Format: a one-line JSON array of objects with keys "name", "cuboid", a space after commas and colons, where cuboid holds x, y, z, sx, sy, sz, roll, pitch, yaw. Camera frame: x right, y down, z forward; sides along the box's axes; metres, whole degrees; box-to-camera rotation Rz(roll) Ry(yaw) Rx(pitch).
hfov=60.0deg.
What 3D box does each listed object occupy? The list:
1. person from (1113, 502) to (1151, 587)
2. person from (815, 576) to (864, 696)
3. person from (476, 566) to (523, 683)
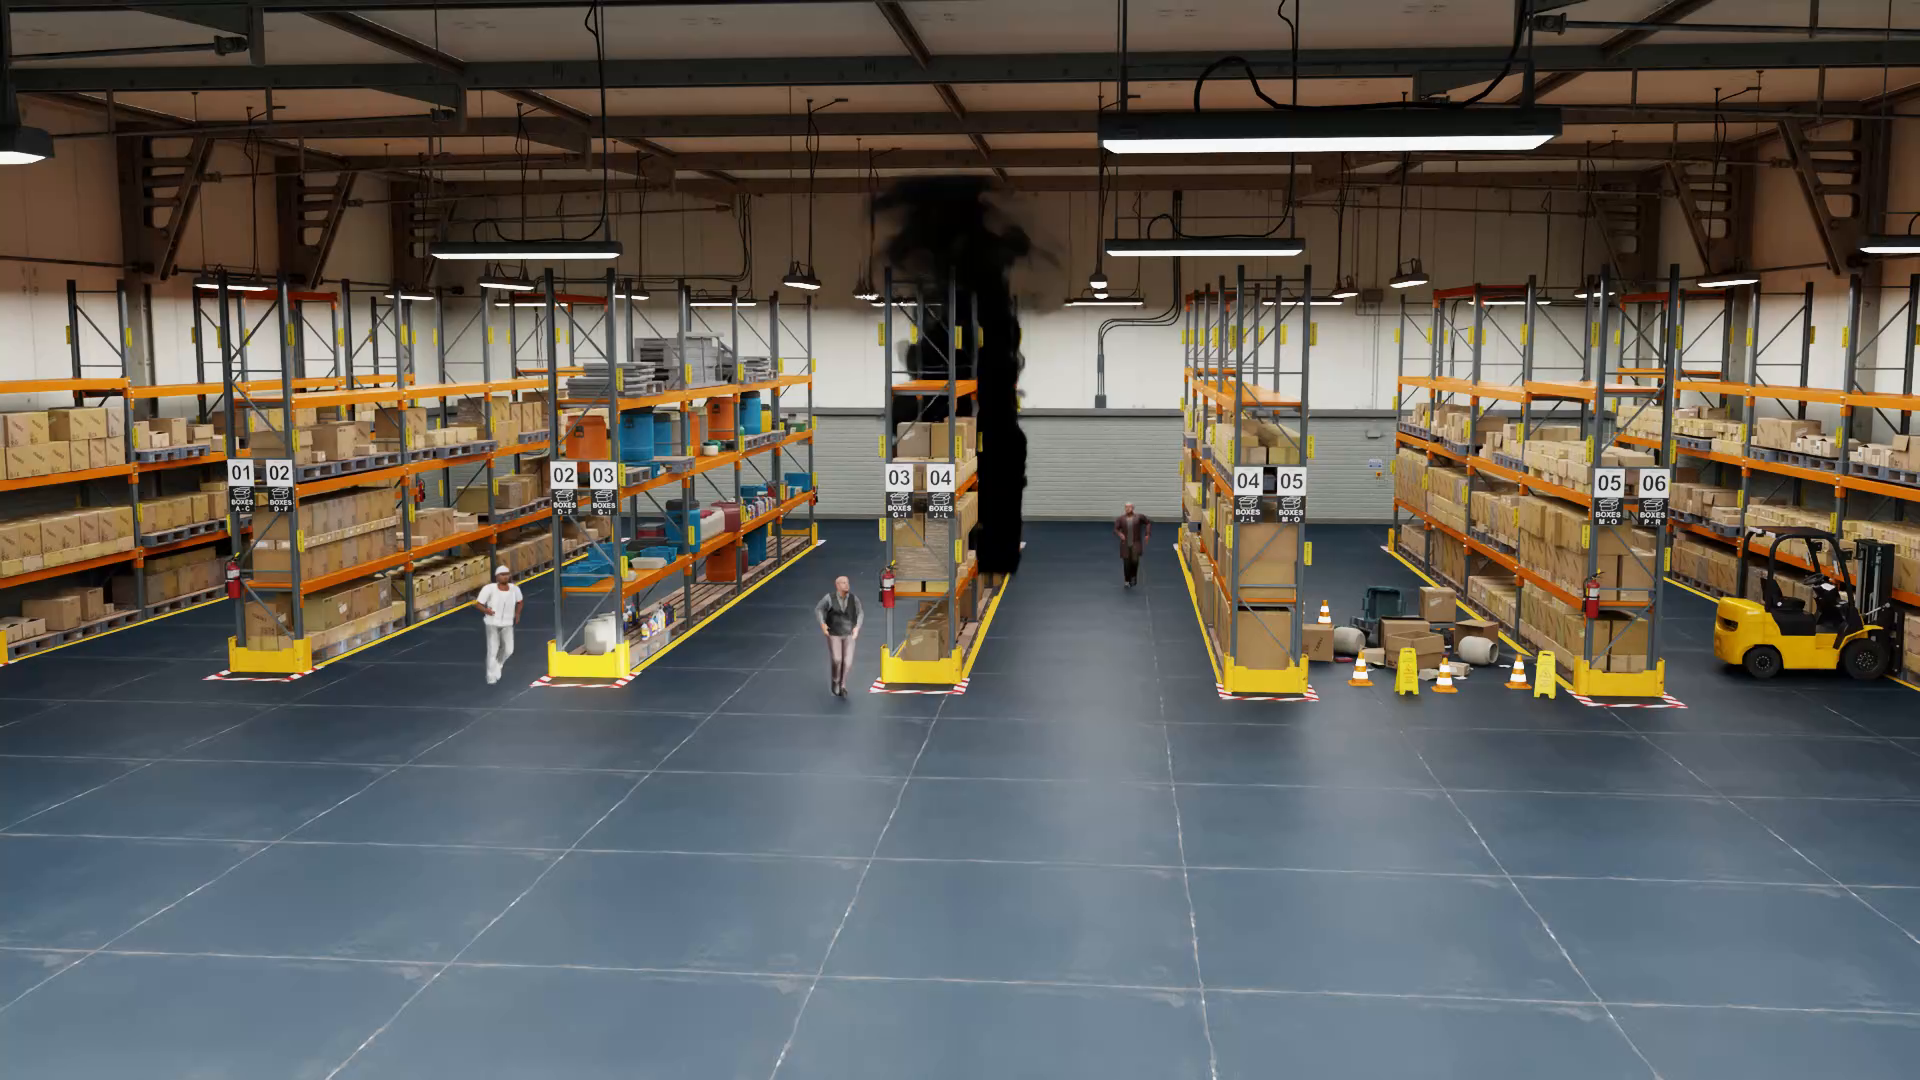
[{"name": "person", "cuboid": [3.422, 0.110, 33.185, 0.737, 1.724, 0.839, 2, 7, 13]}, {"name": "person", "cuboid": [-1.653, 1.349, 23.212, 0.678, 1.686, 0.600, -2, 7, -16]}, {"name": "person", "cuboid": [-6.644, 1.222, 24.147, 0.713, 1.709, 0.595, -4, 8, -28]}]
